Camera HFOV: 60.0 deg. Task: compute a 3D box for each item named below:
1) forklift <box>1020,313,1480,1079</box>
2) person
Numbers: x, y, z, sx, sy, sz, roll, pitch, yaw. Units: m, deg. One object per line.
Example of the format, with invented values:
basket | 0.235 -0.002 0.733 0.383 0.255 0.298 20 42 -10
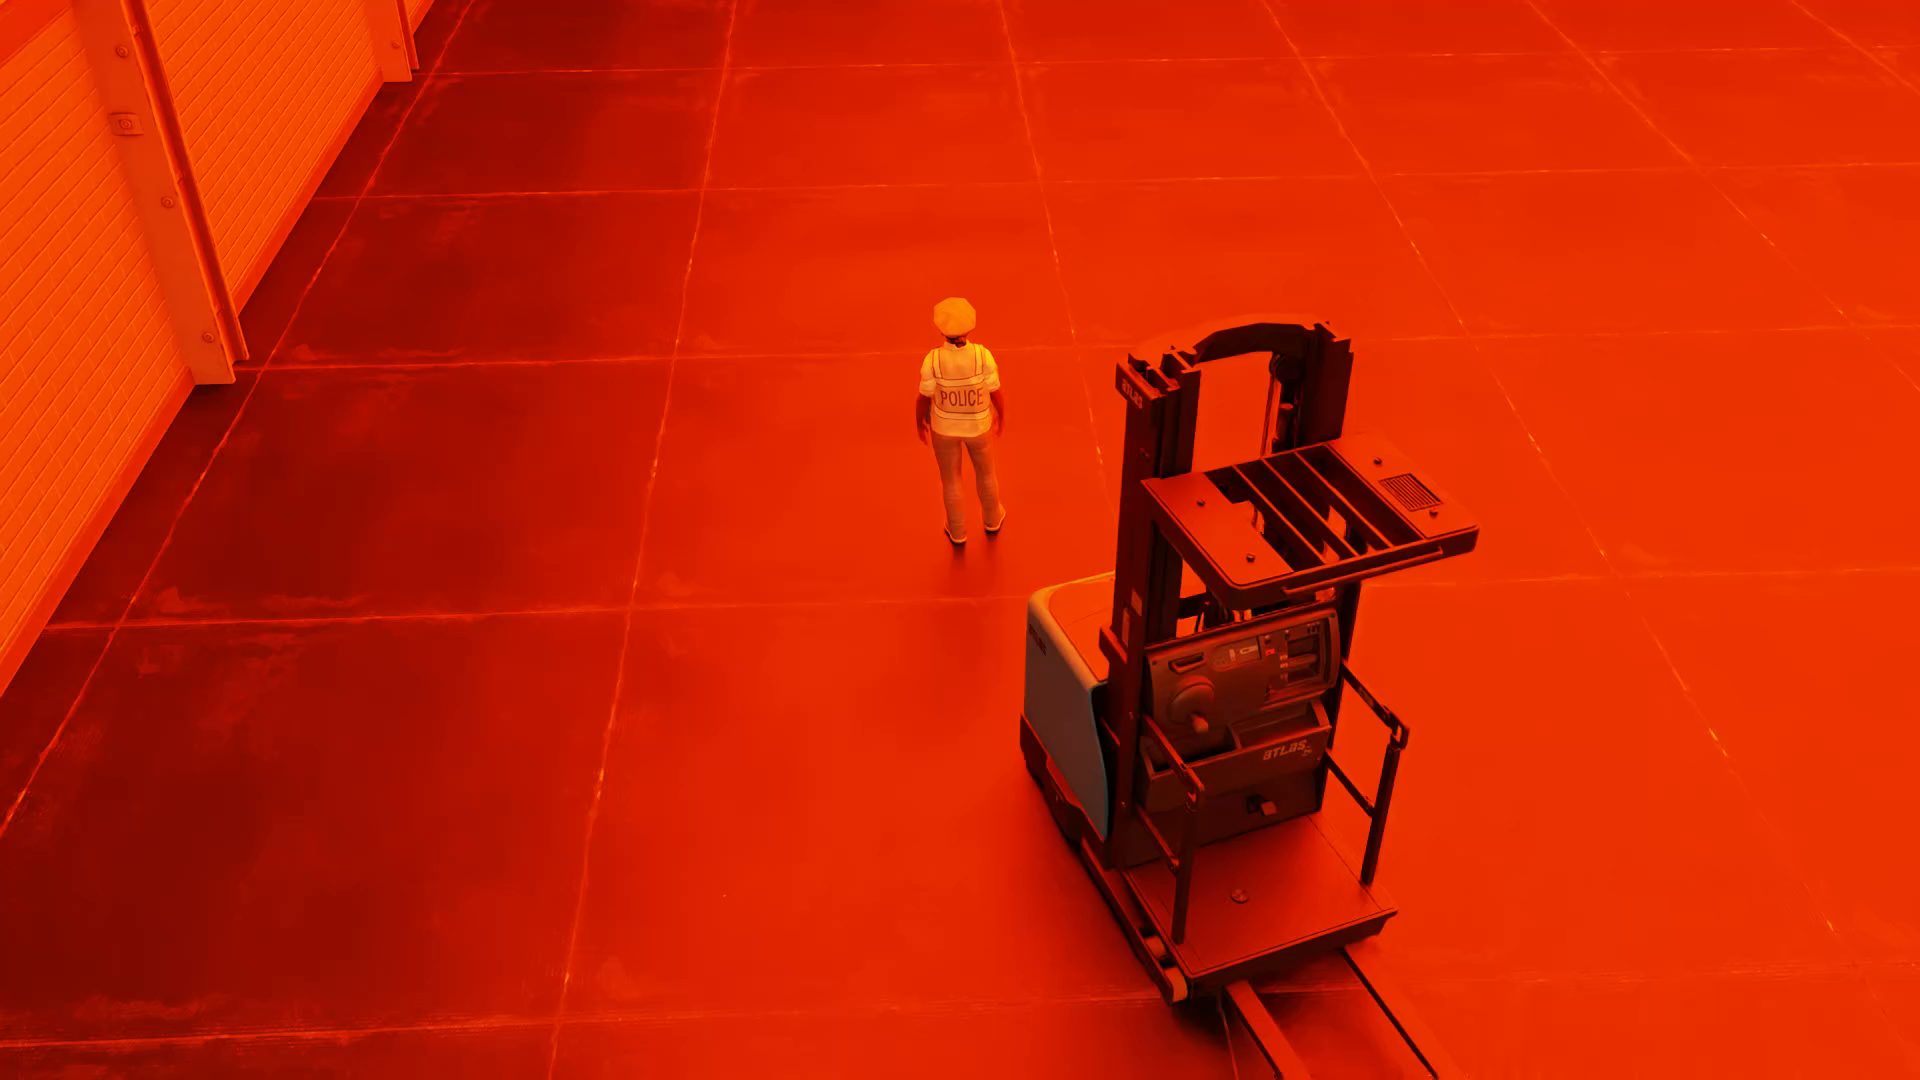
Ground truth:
forklift | 1.331 0.644 7.127 1.130 2.935 3.031 -13 38 -17
person | 0.015 -0.736 10.058 0.570 1.697 0.528 -2 36 -2
